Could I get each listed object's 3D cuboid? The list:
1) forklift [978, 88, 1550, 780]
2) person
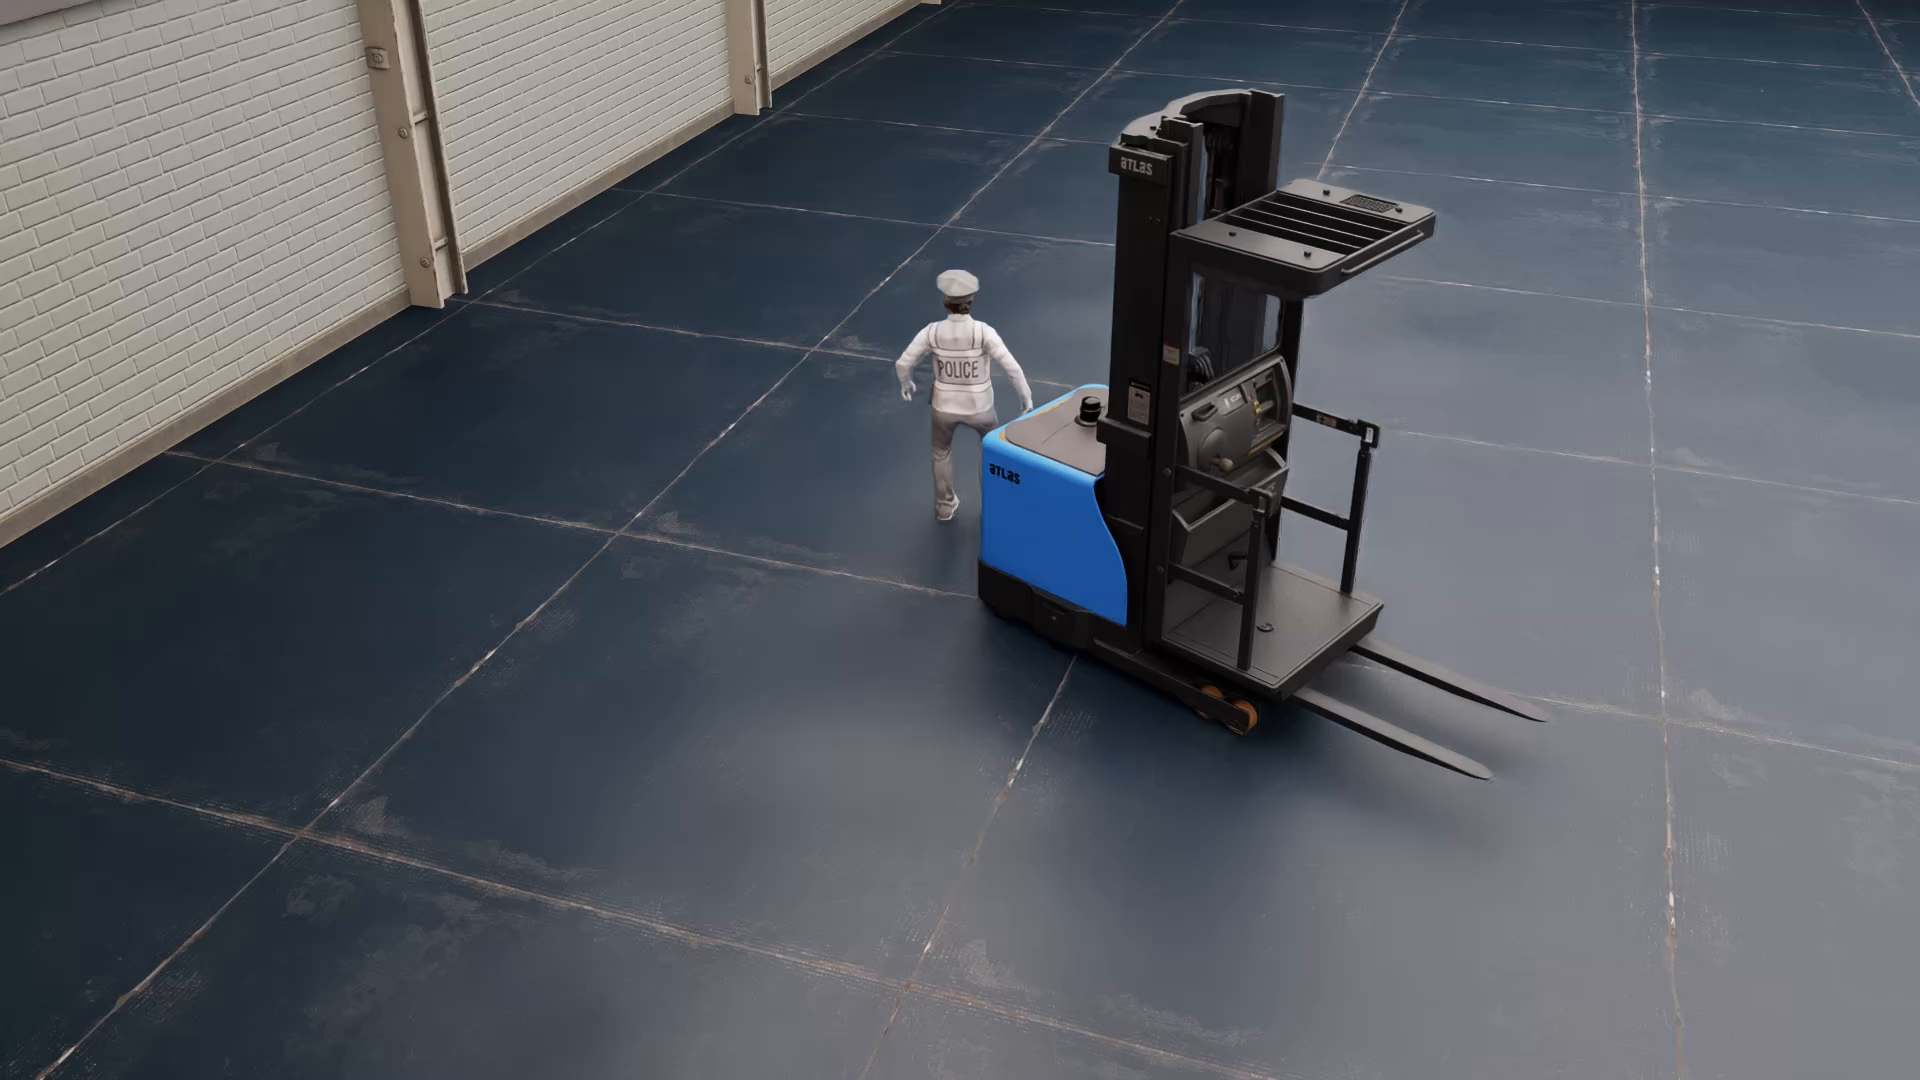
[{"bbox_3d":[1.537,-0.593,8.176,3.031,2.935,1.130,24,37,35],"label":"forklift"},{"bbox_3d":[0.039,-0.850,9.982,0.819,1.622,0.557,4,30,7],"label":"person"}]
